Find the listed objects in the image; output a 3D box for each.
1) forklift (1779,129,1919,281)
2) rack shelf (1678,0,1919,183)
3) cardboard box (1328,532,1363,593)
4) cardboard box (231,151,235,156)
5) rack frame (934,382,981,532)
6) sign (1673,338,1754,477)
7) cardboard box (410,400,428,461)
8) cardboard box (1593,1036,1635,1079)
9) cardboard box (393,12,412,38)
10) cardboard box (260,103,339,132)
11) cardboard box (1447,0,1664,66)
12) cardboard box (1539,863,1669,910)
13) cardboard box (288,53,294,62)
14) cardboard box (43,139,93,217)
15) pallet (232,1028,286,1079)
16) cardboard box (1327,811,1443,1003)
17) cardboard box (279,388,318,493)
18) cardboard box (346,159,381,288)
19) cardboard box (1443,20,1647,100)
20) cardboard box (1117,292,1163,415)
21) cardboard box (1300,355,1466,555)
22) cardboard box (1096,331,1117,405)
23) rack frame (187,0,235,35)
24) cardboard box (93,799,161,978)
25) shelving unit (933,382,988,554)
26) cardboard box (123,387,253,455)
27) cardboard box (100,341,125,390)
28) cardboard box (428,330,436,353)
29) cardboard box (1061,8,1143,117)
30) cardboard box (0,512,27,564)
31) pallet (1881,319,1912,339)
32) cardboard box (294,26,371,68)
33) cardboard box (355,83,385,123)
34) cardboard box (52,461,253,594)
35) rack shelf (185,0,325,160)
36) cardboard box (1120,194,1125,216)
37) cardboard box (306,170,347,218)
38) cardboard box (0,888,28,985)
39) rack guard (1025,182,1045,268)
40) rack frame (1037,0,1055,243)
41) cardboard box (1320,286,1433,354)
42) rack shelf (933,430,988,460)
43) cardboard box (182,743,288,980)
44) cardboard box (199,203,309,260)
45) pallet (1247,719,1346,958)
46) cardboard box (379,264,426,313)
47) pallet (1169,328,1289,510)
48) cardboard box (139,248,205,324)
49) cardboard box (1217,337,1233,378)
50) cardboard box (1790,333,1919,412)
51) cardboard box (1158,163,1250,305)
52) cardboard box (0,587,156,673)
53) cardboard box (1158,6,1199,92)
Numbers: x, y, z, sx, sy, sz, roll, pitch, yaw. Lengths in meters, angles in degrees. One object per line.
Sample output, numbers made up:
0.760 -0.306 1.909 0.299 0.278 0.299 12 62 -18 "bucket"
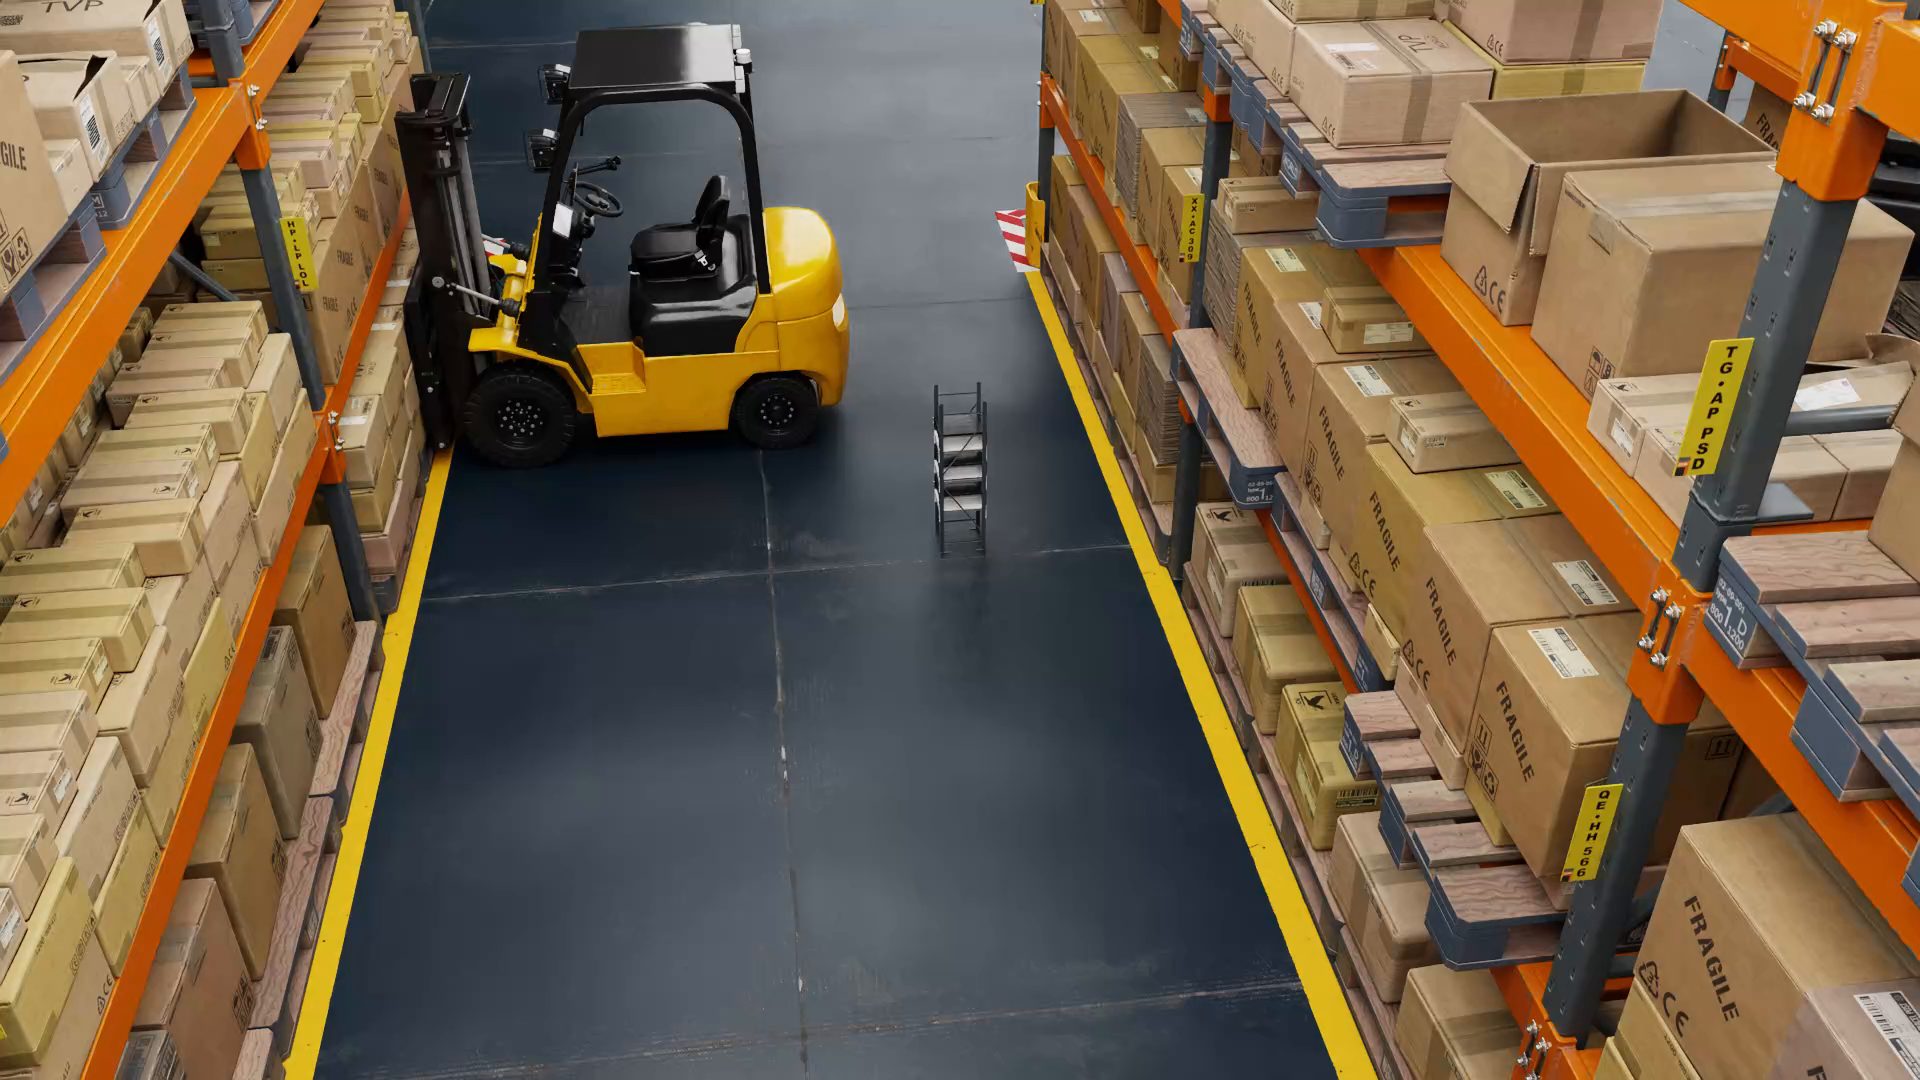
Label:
3.464 -0.478 6.978 1.130 2.935 3.031 0 34 0 "forklift"
1.855 -1.995 4.809 1.077 0.370 4.000 -4 35 -6 "rack shelf"
1.560 0.044 6.001 0.380 0.149 0.250 -5 35 -8 "cardboard box"
-3.808 -1.906 8.347 0.380 0.149 0.250 -5 35 -7 "cardboard box"
-0.013 -0.424 8.702 0.240 0.900 0.006 -4 35 -6 "rack frame"
1.586 -0.276 3.497 0.100 0.325 0.005 -4 35 -6 "sign"
-3.237 -0.617 9.189 0.500 0.250 0.500 -4 34 -6 "cardboard box"
1.940 1.492 4.159 0.500 0.250 0.500 -5 35 -7 "cardboard box"
-3.546 -3.086 10.078 0.380 0.149 0.250 -4 34 -6 "cardboard box"
-3.333 -2.062 8.312 0.380 0.149 0.250 -5 35 -7 "cardboard box"
1.949 -1.771 5.466 0.500 0.250 0.500 -4 34 -6 "cardboard box"
1.847 0.903 4.741 0.380 0.149 0.250 -3 34 -5 "cardboard box"
-3.967 -2.743 9.312 0.380 0.149 0.250 -4 34 -6 "cardboard box"
-2.780 -1.046 4.848 0.380 0.149 0.250 -5 35 -7 "cardboard box"
-2.866 2.206 5.455 1.003 0.211 1.213 -4 35 -6 "pallet"
1.950 1.323 6.235 0.950 0.372 0.625 -5 35 -7 "cardboard box"
-3.005 -0.393 6.925 0.500 0.250 0.500 -4 34 -5 "cardboard box"
-3.289 -1.597 8.470 0.500 0.500 0.500 -5 35 -7 "cardboard box"
1.938 -1.563 5.606 0.500 0.250 0.500 -4 34 -6 "cardboard box"
1.170 -1.035 9.137 0.500 0.500 0.500 -4 34 -6 "cardboard box"
1.565 -0.307 5.939 0.500 0.500 0.500 -6 35 -8 "cardboard box"
1.095 -1.022 9.783 0.500 0.250 0.500 -4 34 -6 "cardboard box"
-3.332 -3.196 5.577 1.000 3.000 0.127 -4 35 -6 "rack frame"
-2.675 1.030 4.836 0.500 0.250 0.500 -5 35 -7 "cardboard box"
0.001 -0.367 8.619 0.258 0.900 0.210 -4 35 -6 "shelving unit"
-2.866 -0.432 6.184 0.380 0.149 0.250 -5 35 -8 "cardboard box"
-3.514 -0.660 6.519 0.380 0.149 0.250 -5 35 -8 "cardboard box"
-3.284 -1.098 9.451 0.500 0.250 0.500 -4 35 -7 "cardboard box"
0.910 -2.917 10.142 0.500 0.500 0.500 -3 34 -5 "cardboard box"
-3.339 0.041 5.490 0.380 0.149 0.250 -4 34 -6 "cardboard box"
6.285 -1.486 10.872 1.003 0.211 1.213 -4 35 -6 "pallet"
-3.527 -2.773 9.356 0.380 0.149 0.250 -4 34 -6 "cardboard box"
-3.349 -2.372 9.031 0.380 0.149 0.250 -4 34 -6 "cardboard box"
-2.874 -0.034 5.955 0.500 0.250 0.500 -4 34 -5 "cardboard box"
-3.601 -2.775 8.262 1.077 0.370 4.000 -4 35 -6 "rack shelf"
1.096 -1.859 9.166 0.380 0.149 0.250 -5 35 -7 "cardboard box"
-3.173 -1.655 7.978 0.380 0.149 0.250 -4 34 -5 "cardboard box"
-2.545 1.006 4.074 0.380 0.149 0.250 -3 34 -5 "cardboard box"
1.058 -2.251 11.738 1.175 0.500 0.348 -4 35 -6 "rack guard"
1.048 -3.327 11.097 1.000 3.000 0.127 -4 35 -6 "rack frame"
1.547 -0.813 6.106 0.380 0.149 0.250 -3 34 -4 "cardboard box"
0.001 -0.489 8.536 0.258 0.077 0.200 -4 35 -6 "rack shelf"
-3.051 1.234 6.139 0.875 0.625 0.625 -6 35 -8 "cardboard box"
-3.081 -1.349 7.266 0.380 0.149 0.250 -4 34 -5 "cardboard box"
1.859 1.174 6.968 1.003 0.211 1.213 -4 35 -6 "pallet"
-3.286 -1.317 9.329 0.500 0.250 0.500 -5 35 -7 "cardboard box"
1.544 -0.578 7.233 1.003 0.211 1.213 -4 35 -6 "pallet"
-3.661 -0.988 7.576 0.500 0.500 0.500 -5 35 -7 "cardboard box"
1.347 -0.832 7.286 0.380 0.149 0.250 -4 34 -6 "cardboard box"
2.216 -0.378 4.225 0.396 0.266 0.258 -4 35 -6 "cardboard box"
1.280 -1.488 8.046 0.500 0.500 0.500 -5 35 -8 "cardboard box"
-2.729 0.287 5.130 0.380 0.149 0.250 -4 34 -5 "cardboard box"
1.494 -2.787 9.064 0.700 0.500 0.500 -5 35 -7 "cardboard box"
